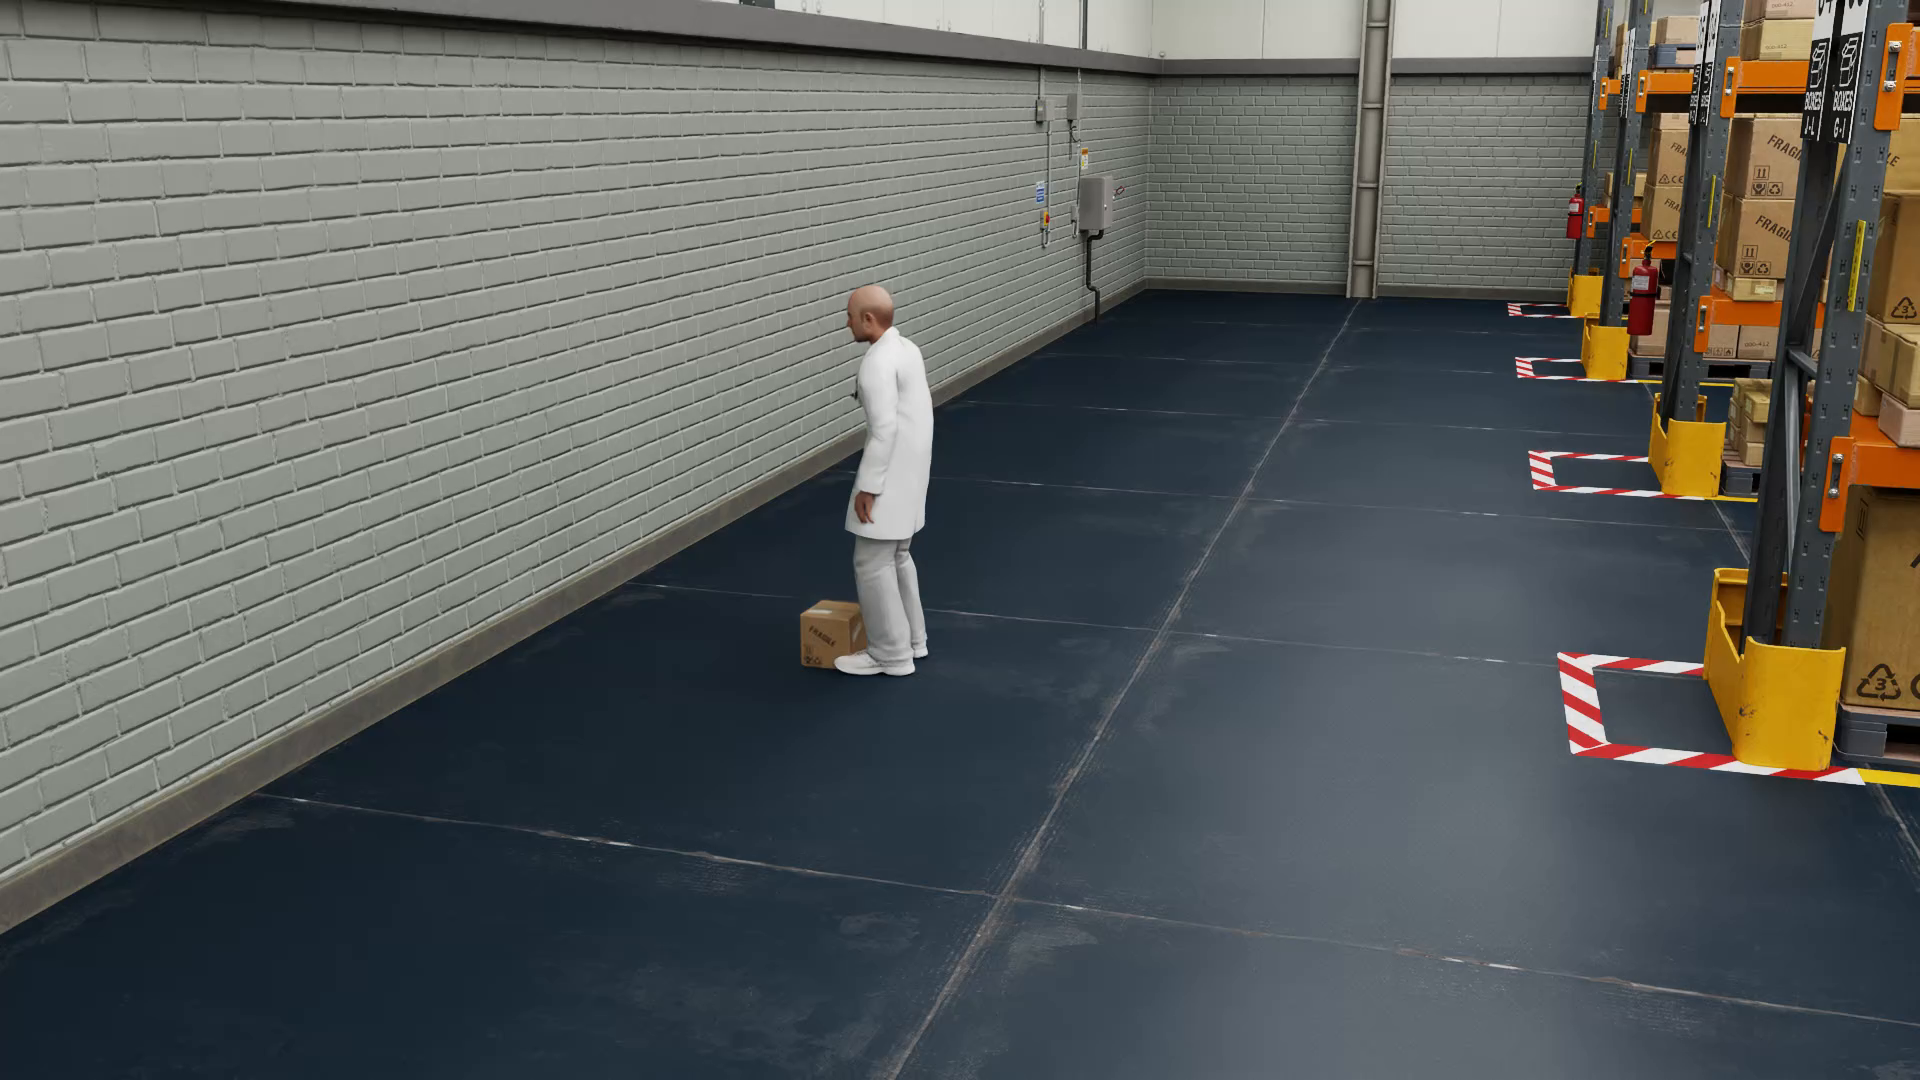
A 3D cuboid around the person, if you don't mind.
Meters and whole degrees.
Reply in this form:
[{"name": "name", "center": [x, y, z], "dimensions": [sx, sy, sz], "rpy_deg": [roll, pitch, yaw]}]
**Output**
[{"name": "person", "center": [-0.341, -0.271, 7.574], "dimensions": [0.428, 1.772, 0.638], "rpy_deg": [4, 15, 14]}]
